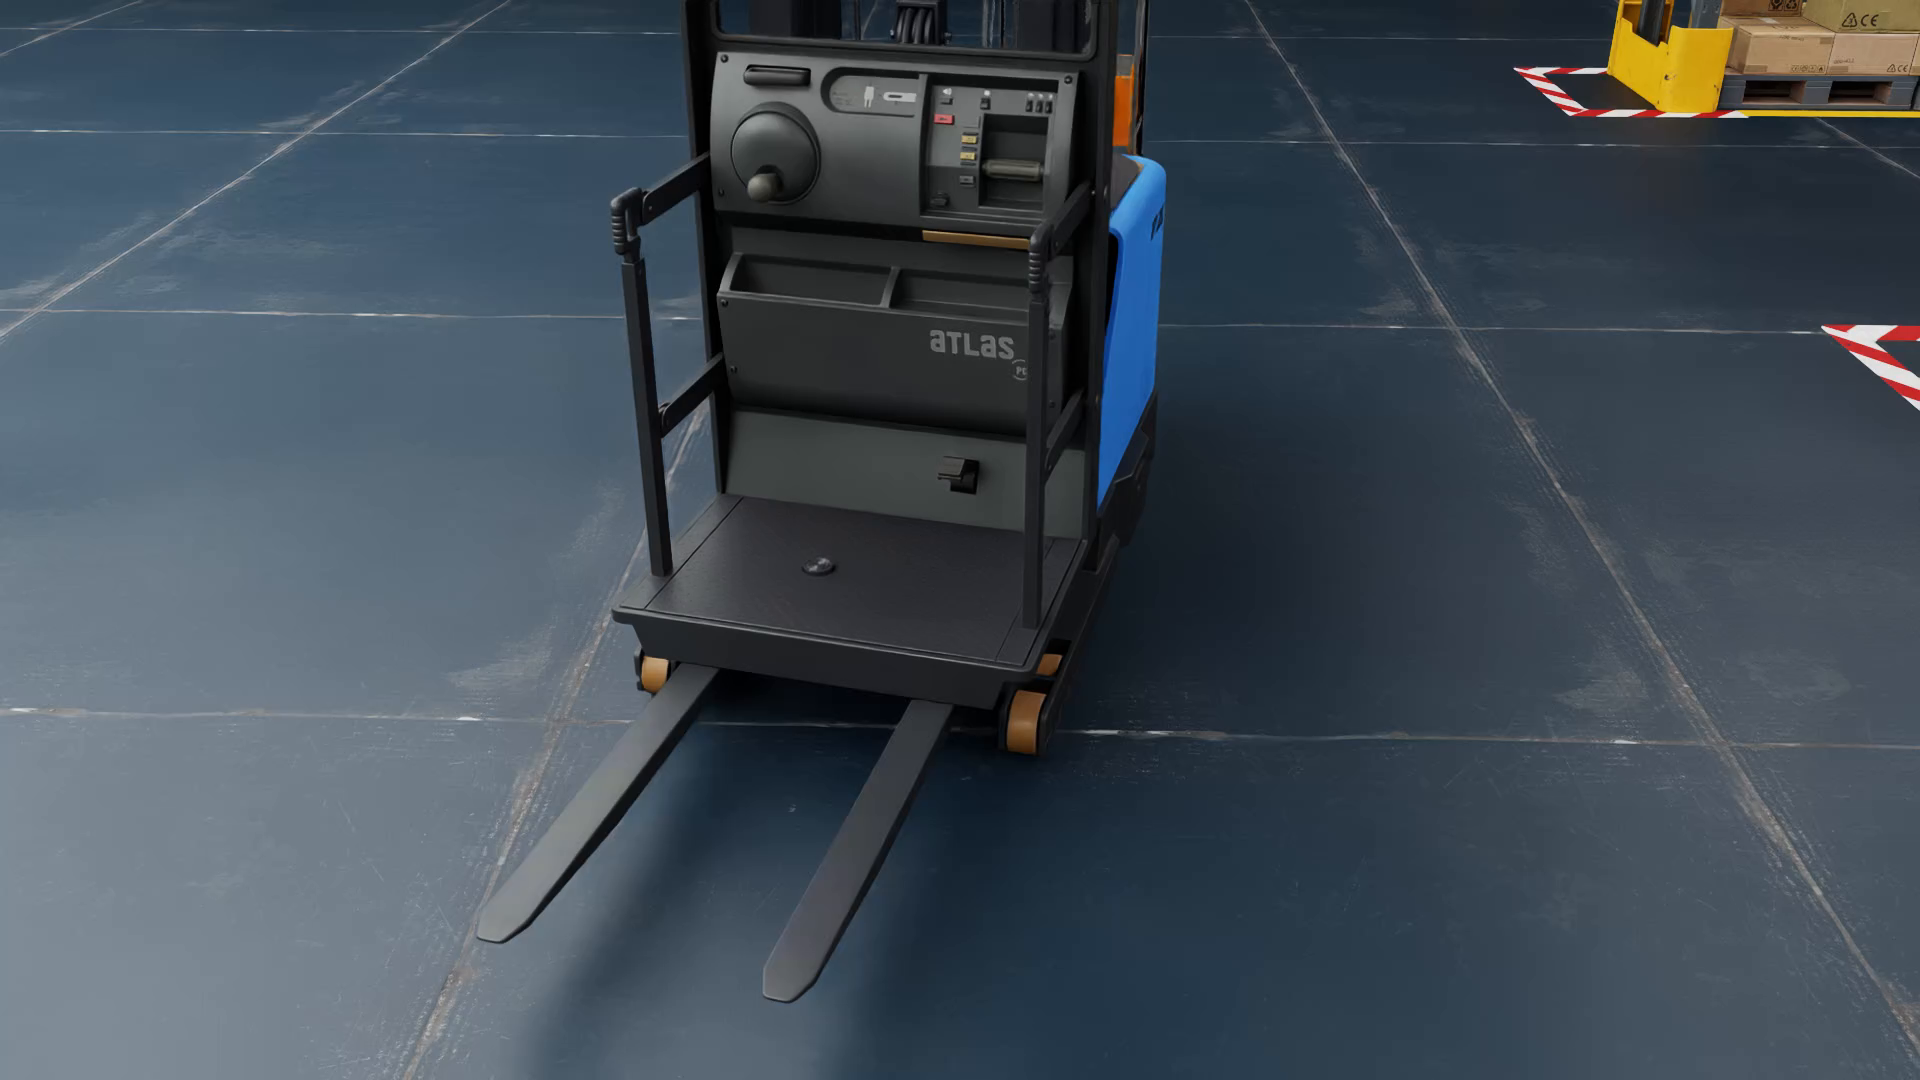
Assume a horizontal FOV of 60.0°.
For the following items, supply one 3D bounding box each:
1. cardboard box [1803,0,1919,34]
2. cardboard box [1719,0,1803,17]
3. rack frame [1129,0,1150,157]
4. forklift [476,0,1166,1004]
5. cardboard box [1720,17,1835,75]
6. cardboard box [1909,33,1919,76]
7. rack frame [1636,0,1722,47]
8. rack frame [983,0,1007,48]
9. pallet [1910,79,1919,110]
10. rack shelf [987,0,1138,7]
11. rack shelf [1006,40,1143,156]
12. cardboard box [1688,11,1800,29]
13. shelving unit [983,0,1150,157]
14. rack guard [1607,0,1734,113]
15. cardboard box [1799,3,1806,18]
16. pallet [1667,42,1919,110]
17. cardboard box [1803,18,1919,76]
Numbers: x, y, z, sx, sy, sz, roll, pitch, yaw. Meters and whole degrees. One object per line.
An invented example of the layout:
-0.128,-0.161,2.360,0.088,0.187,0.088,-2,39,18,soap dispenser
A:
5.548,-3.394,10.136,0.500,0.500,0.500,1,28,2,cardboard box
5.067,-3.645,10.609,0.500,0.500,0.500,1,28,2,cardboard box
0.596,-1.379,5.593,0.015,2.100,0.400,5,26,9,rack frame
-0.228,-0.952,3.917,1.130,2.935,3.031,7,29,14,forklift
5.048,-3.070,10.326,0.500,0.250,0.500,1,28,2,cardboard box
6.048,-3.055,10.297,0.500,0.250,0.500,1,28,2,cardboard box
4.520,-4.212,9.993,0.127,3.000,1.000,1,28,2,rack frame
0.115,-1.420,5.669,0.015,2.100,0.400,5,26,9,rack frame
6.502,-2.966,10.619,1.213,0.211,1.003,1,28,2,pallet
0.360,-2.017,5.331,0.480,0.518,0.431,5,26,9,rack shelf
0.355,-1.387,5.637,0.480,0.518,0.431,5,26,9,rack shelf
5.067,-3.312,10.783,0.500,0.250,0.500,1,28,2,cardboard box
0.355,-1.399,5.631,0.503,2.100,0.431,5,26,9,shelving unit
4.496,-3.108,10.579,0.348,0.500,1.175,1,28,2,rack guard
5.567,-3.310,10.778,0.500,0.250,0.500,1,28,2,cardboard box
5.286,-2.987,10.660,1.213,0.211,1.003,1,28,2,pallet
5.548,-3.063,10.313,0.500,0.250,0.500,1,28,2,cardboard box
